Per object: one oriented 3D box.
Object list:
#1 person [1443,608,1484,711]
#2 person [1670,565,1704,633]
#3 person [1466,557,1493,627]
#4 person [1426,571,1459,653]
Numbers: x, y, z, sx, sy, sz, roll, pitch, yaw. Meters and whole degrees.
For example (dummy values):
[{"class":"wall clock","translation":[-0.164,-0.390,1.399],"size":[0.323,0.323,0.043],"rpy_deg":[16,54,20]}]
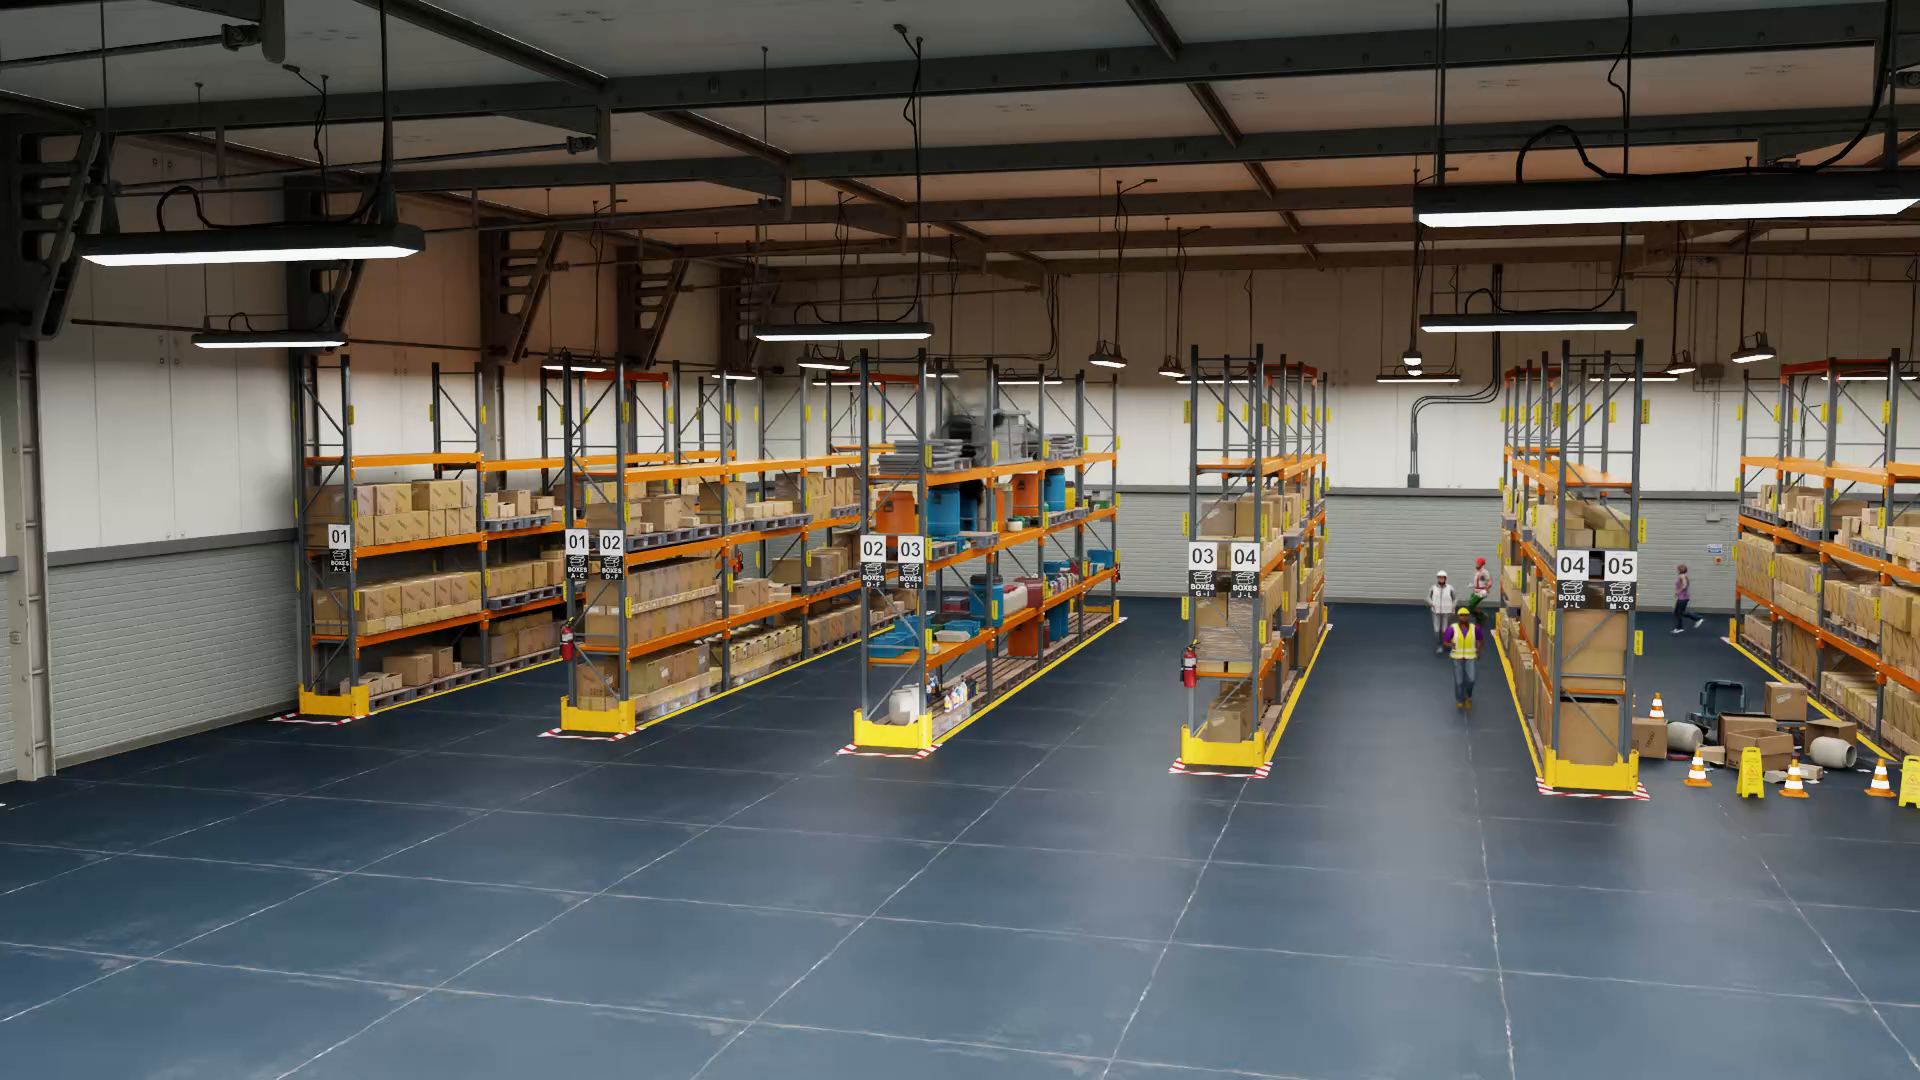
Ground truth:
[{"class":"person","translation":[8.526,2.021,28.118],"size":[0.680,1.750,0.626],"rpy_deg":[1,4,12]},{"class":"person","translation":[16.677,1.369,38.109],"size":[0.693,1.609,0.548],"rpy_deg":[2,5,24]},{"class":"person","translation":[12.184,1.241,39.071],"size":[0.545,1.690,0.768],"rpy_deg":[0,4,0]},{"class":"person","translation":[10.163,1.517,35.091],"size":[0.660,1.729,0.580],"rpy_deg":[2,5,20]}]
